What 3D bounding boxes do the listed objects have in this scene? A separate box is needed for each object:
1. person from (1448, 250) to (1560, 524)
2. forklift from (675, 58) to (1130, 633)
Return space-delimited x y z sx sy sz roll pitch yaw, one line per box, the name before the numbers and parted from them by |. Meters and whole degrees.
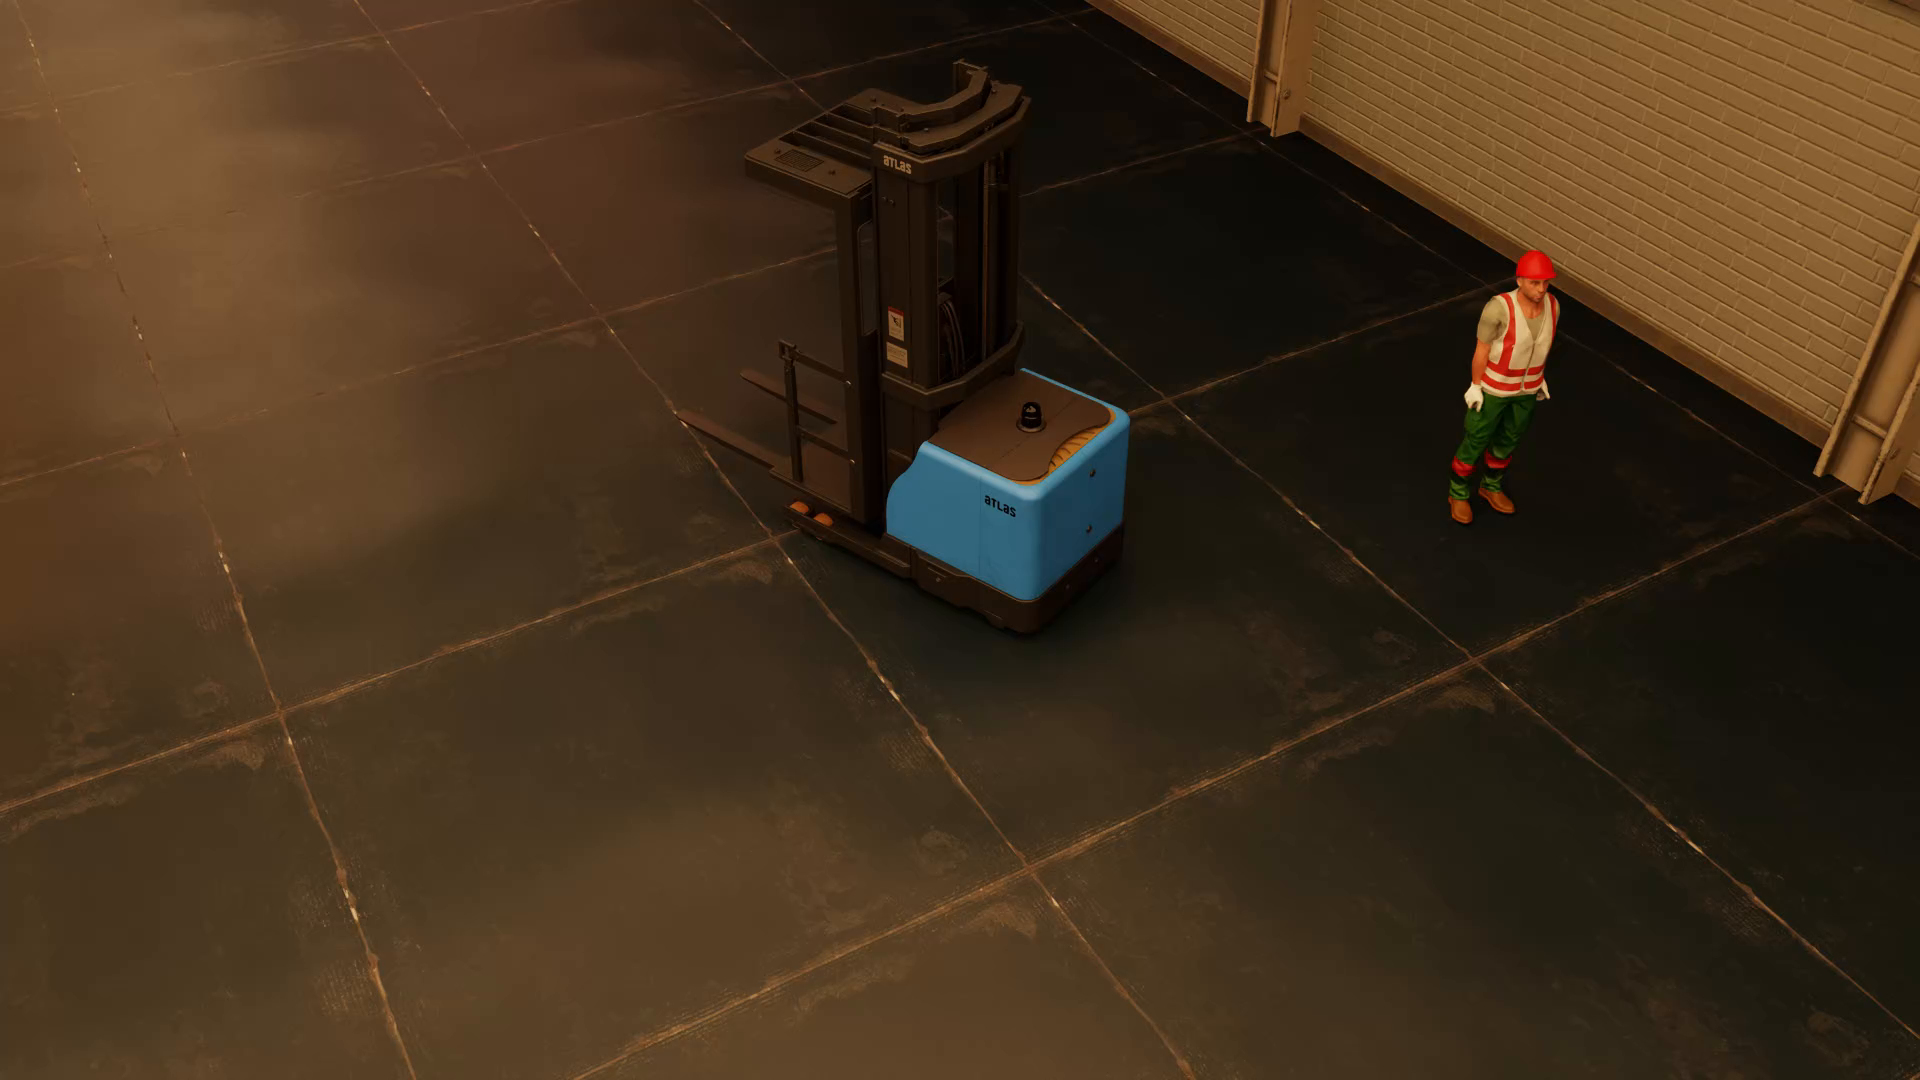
person | 3.318 -0.920 10.040 0.535 1.794 0.374 -10 41 -12
forklift | -0.481 -1.366 9.683 3.031 2.935 1.130 26 46 28
